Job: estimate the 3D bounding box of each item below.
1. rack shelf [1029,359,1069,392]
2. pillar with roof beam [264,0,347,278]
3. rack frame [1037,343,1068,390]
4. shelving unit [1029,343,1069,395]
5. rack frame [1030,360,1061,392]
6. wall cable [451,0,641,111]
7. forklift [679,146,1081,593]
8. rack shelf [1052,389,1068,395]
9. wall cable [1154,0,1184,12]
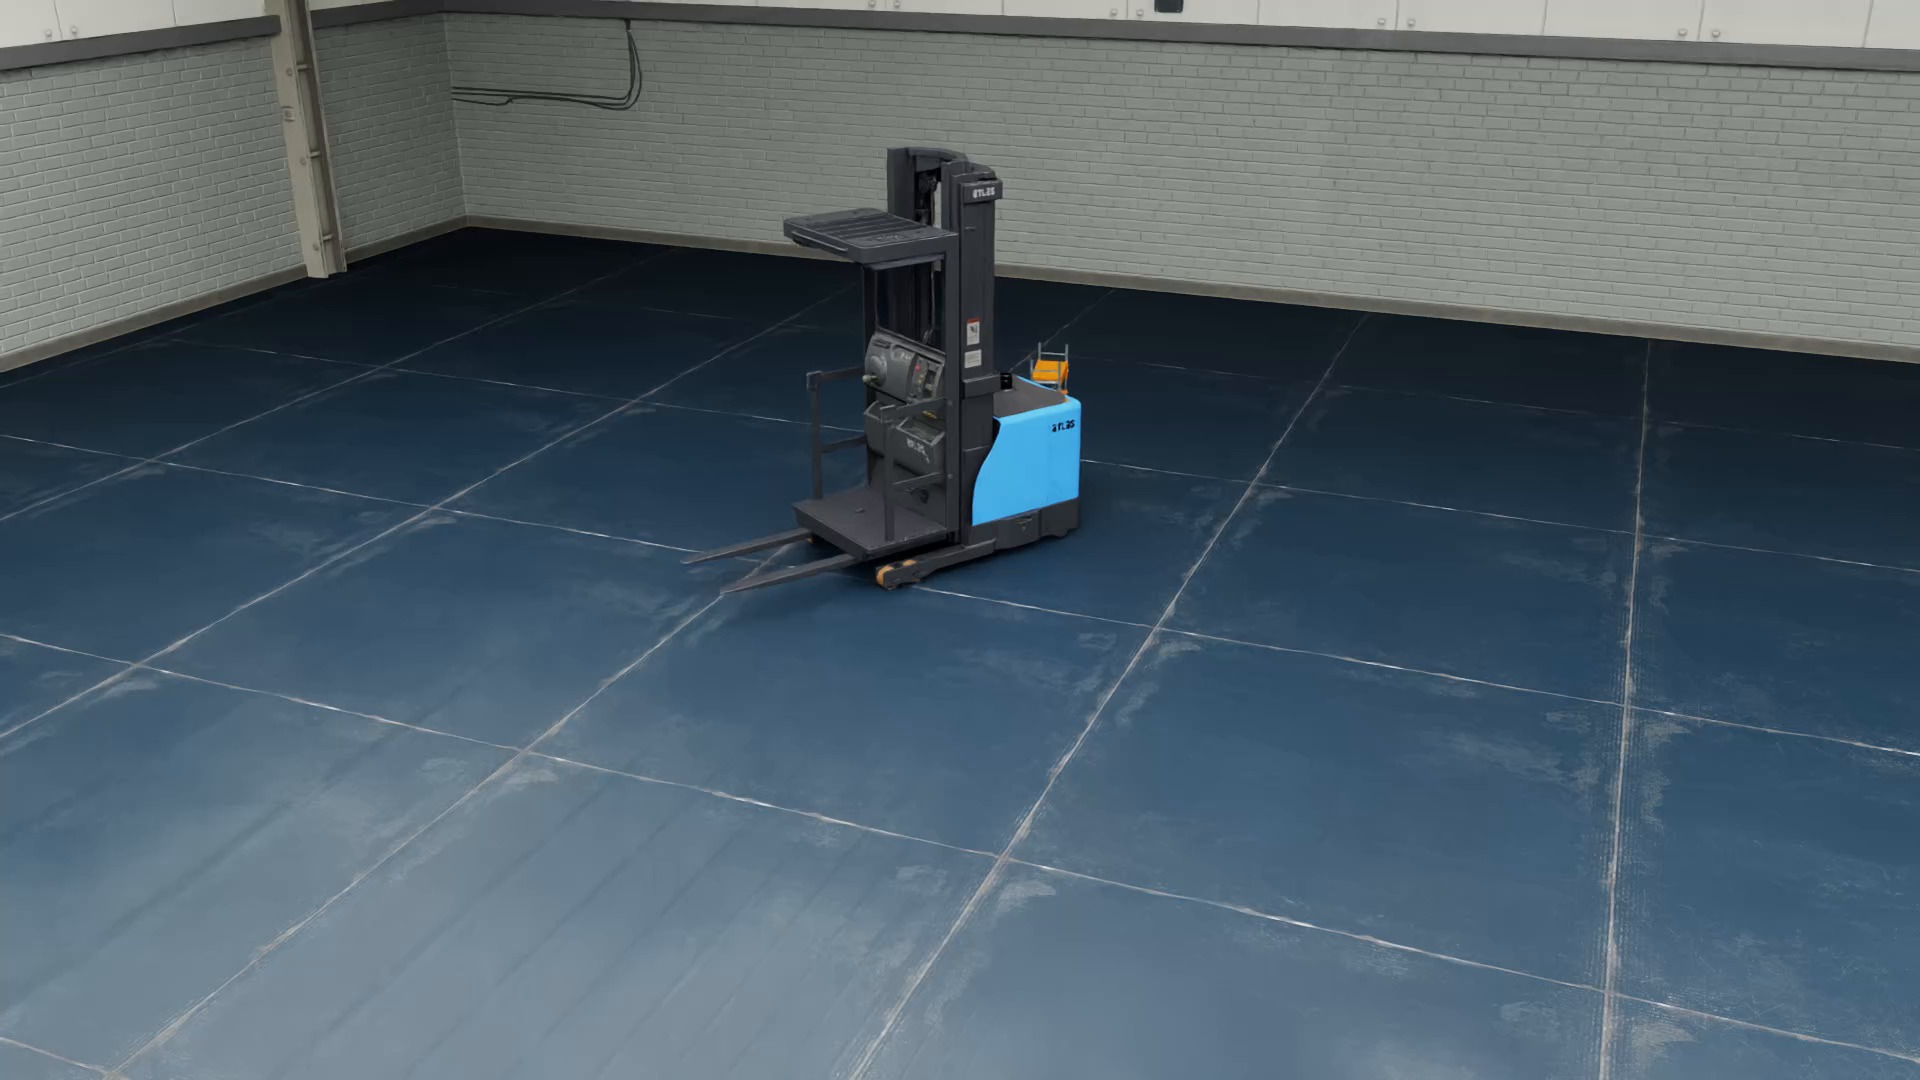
[{"bbox_3d":[0.711,-1.302,13.289,0.258,0.148,0.480,4,23,9],"label":"rack shelf"},{"bbox_3d":[-3.876,-6.849,17.471,9.100,9.000,0.400,9,24,20],"label":"pillar with roof beam"},{"bbox_3d":[0.751,-1.032,13.663,0.240,1.200,0.015,4,23,9],"label":"rack frame"},{"bbox_3d":[0.709,-0.940,13.441,0.258,1.200,0.503,4,23,9],"label":"shelving unit"},{"bbox_3d":[0.667,-0.847,13.219,0.240,1.200,0.015,4,23,9],"label":"rack frame"},{"bbox_3d":[-5.551,-6.897,21.616,3.097,2.526,0.112,9,24,20],"label":"wall cable"},{"bbox_3d":[-0.568,-1.230,11.892,3.031,2.935,1.130,-15,27,-32],"label":"forklift"},{"bbox_3d":[0.710,-1.084,13.380,0.258,0.148,0.480,4,23,9],"label":"rack shelf"},{"bbox_3d":[3.257,-8.534,17.094,2.305,6.003,0.169,9,24,20],"label":"wall cable"}]
